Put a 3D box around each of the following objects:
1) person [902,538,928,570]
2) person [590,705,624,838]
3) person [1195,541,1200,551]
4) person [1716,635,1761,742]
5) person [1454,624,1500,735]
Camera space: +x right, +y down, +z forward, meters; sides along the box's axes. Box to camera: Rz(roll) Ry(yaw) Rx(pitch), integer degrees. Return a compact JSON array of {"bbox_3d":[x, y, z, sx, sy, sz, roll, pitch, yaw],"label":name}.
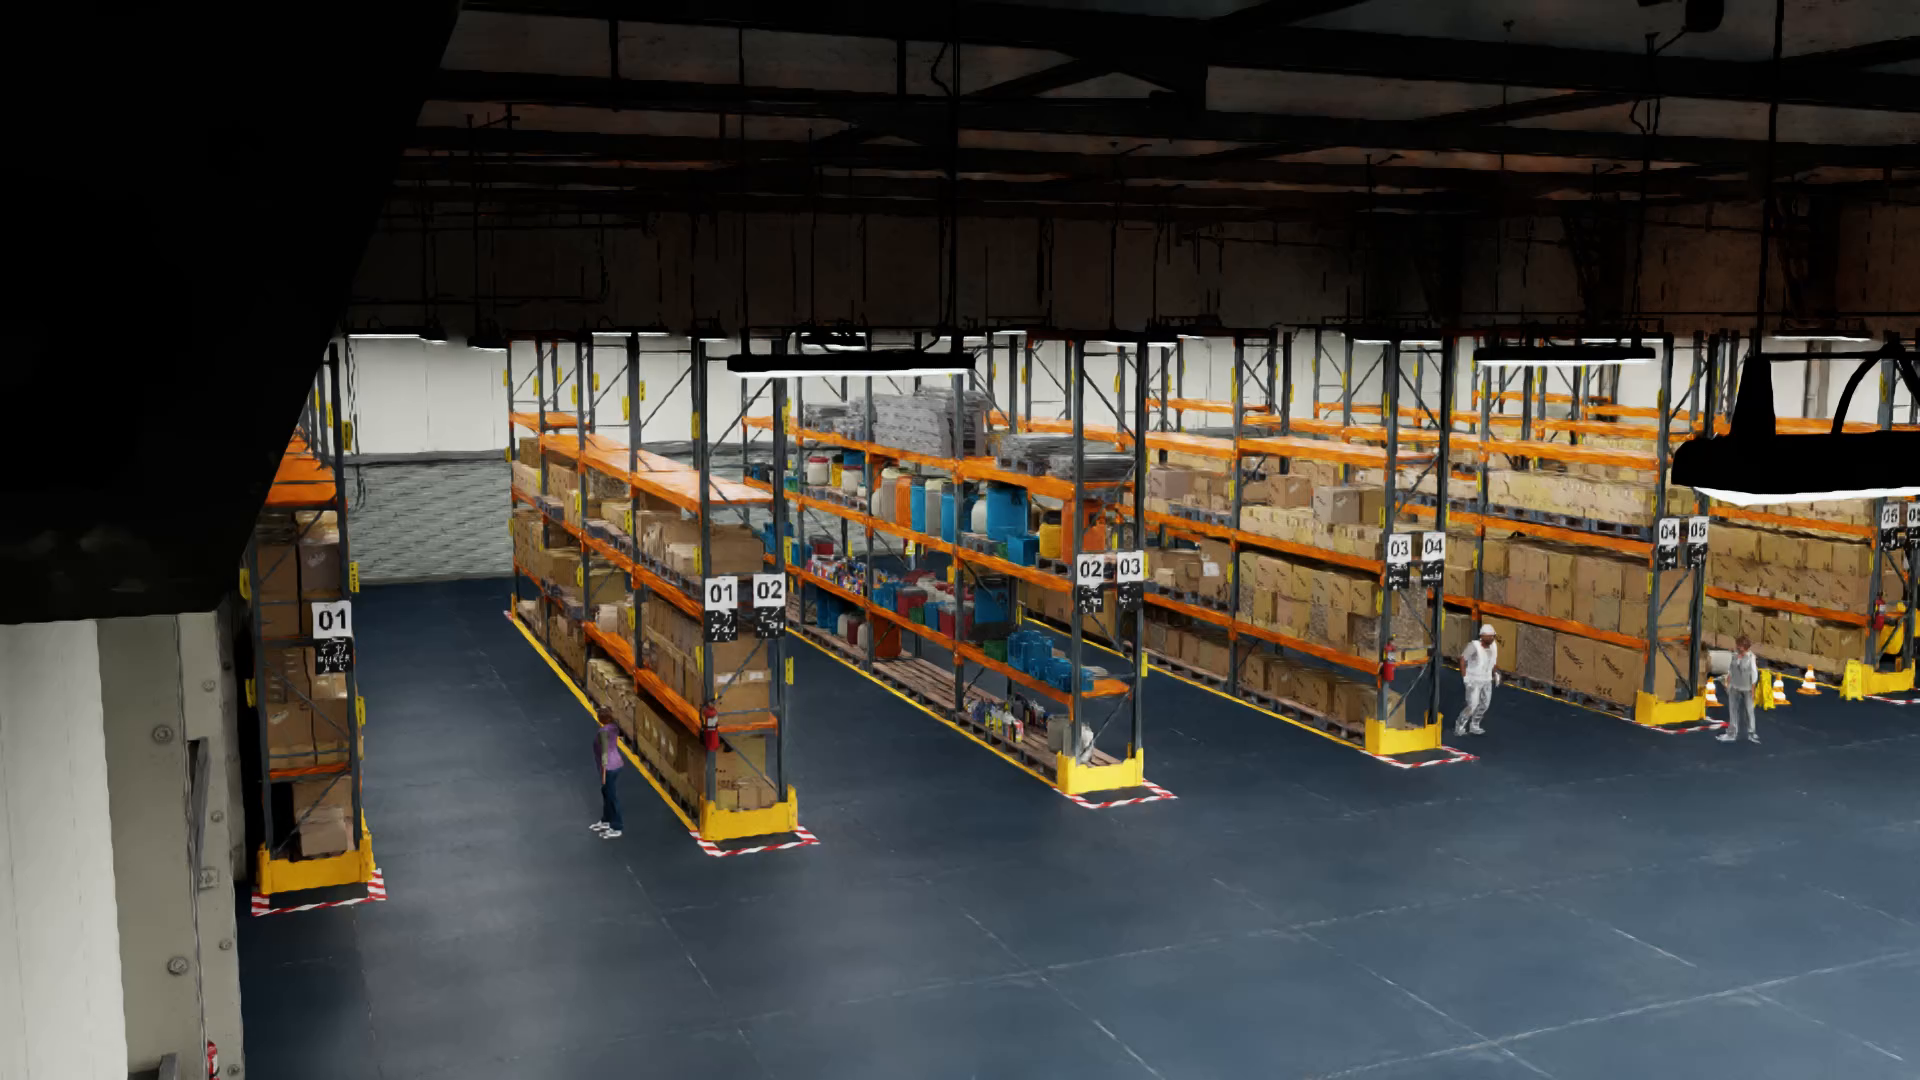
[{"bbox_3d":[-0.990,0.317,37.979,0.577,1.687,1.114,-3,8,-23],"label":"person"},{"bbox_3d":[-4.306,2.792,20.212,0.449,1.599,0.467,1,8,4],"label":"person"},{"bbox_3d":[6.204,-0.488,43.568,0.627,1.774,0.487,5,9,32],"label":"person"},{"bbox_3d":[11.610,2.199,24.643,0.480,1.594,0.535,-6,10,-35],"label":"person"},{"bbox_3d":[7.793,2.095,24.956,0.702,1.735,0.549,-4,9,-25],"label":"person"}]
